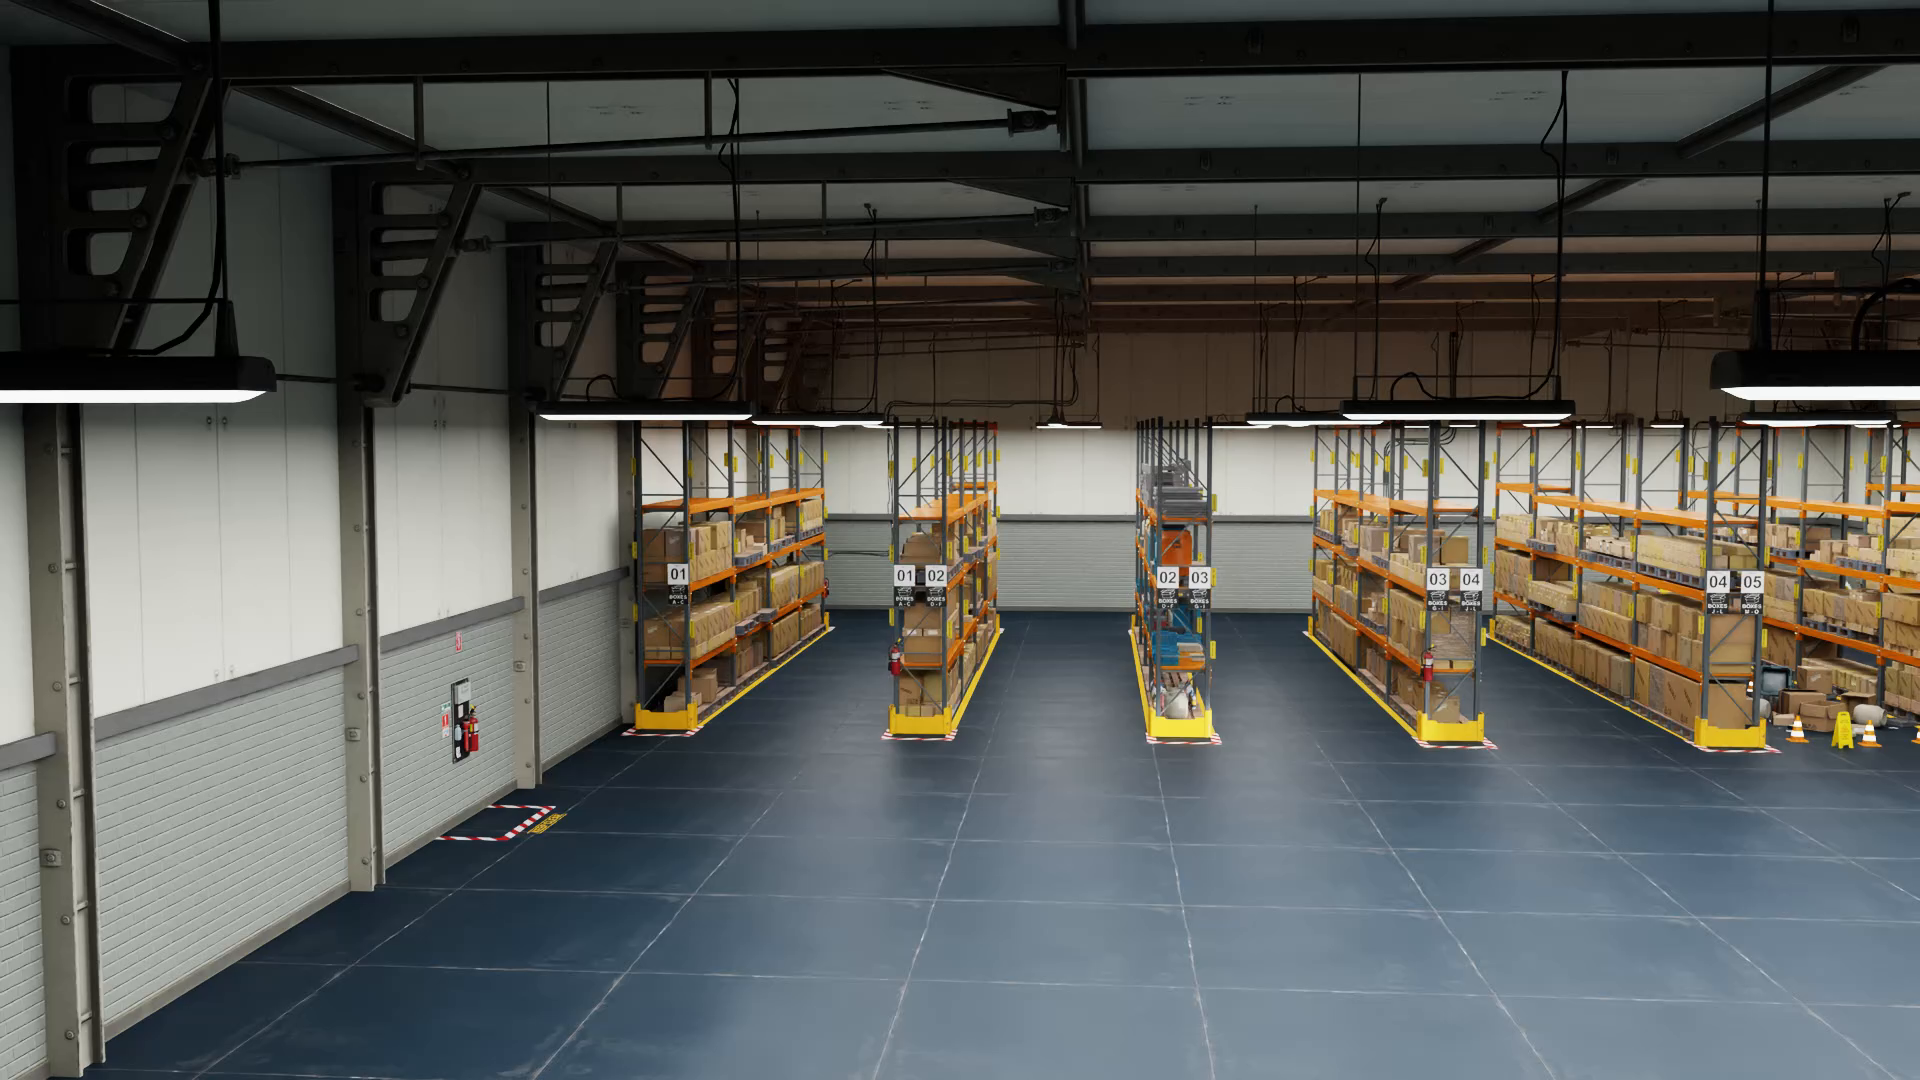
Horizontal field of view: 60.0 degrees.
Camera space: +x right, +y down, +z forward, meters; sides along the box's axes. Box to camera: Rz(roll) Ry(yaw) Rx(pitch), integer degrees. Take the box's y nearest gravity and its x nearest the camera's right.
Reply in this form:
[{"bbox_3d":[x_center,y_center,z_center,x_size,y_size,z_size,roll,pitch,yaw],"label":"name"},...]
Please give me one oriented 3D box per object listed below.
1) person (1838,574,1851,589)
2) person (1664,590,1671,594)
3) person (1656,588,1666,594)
[{"bbox_3d":[24.838,1.774,46.756,0.688,1.749,0.553,0,4,2],"label":"person"},{"bbox_3d":[17.599,2.162,41.211,0.570,1.814,0.595,-1,4,-10],"label":"person"},{"bbox_3d":[18.754,1.946,44.513,0.609,1.786,0.402,-2,4,-24],"label":"person"}]
